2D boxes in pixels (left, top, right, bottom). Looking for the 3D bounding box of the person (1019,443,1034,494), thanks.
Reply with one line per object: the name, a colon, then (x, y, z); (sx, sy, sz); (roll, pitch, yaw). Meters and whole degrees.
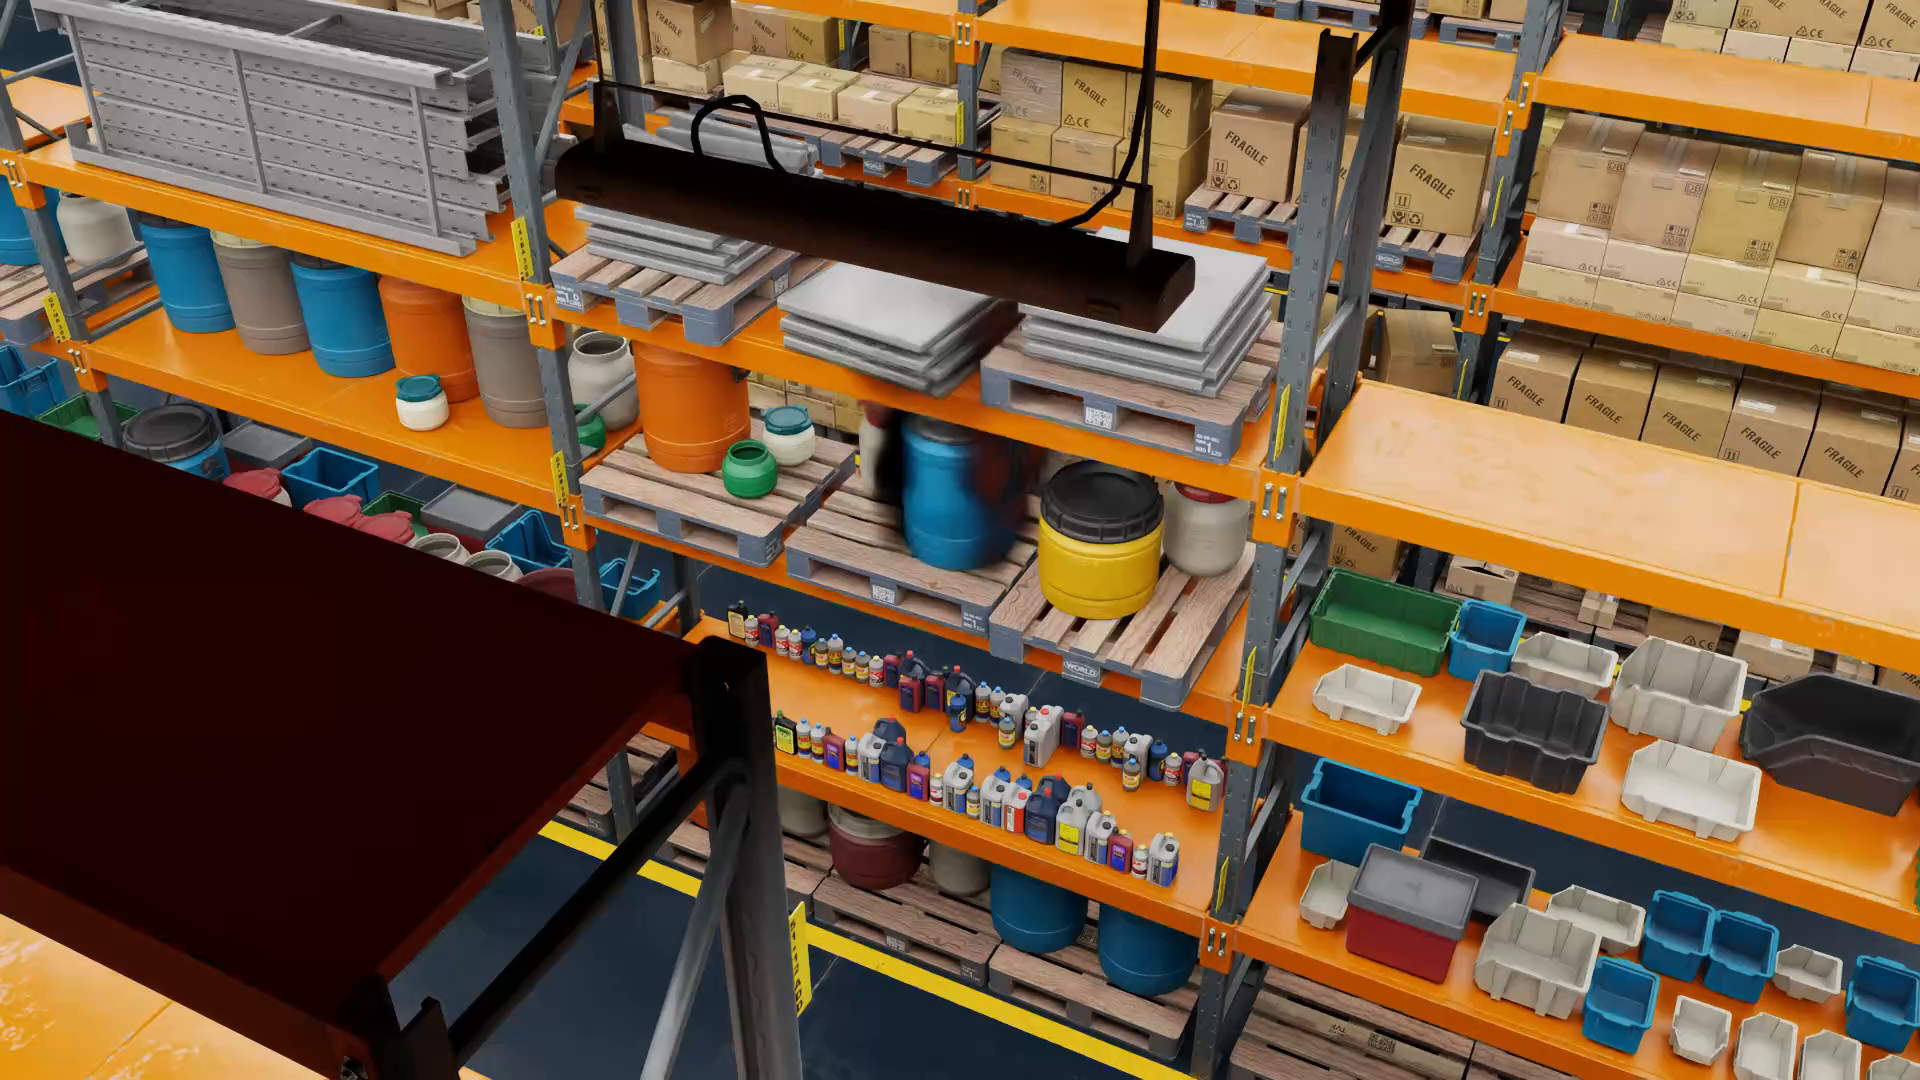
person: (0.306, -0.393, 13.029); (0.410, 1.797, 0.631); (-23, 41, -29)
